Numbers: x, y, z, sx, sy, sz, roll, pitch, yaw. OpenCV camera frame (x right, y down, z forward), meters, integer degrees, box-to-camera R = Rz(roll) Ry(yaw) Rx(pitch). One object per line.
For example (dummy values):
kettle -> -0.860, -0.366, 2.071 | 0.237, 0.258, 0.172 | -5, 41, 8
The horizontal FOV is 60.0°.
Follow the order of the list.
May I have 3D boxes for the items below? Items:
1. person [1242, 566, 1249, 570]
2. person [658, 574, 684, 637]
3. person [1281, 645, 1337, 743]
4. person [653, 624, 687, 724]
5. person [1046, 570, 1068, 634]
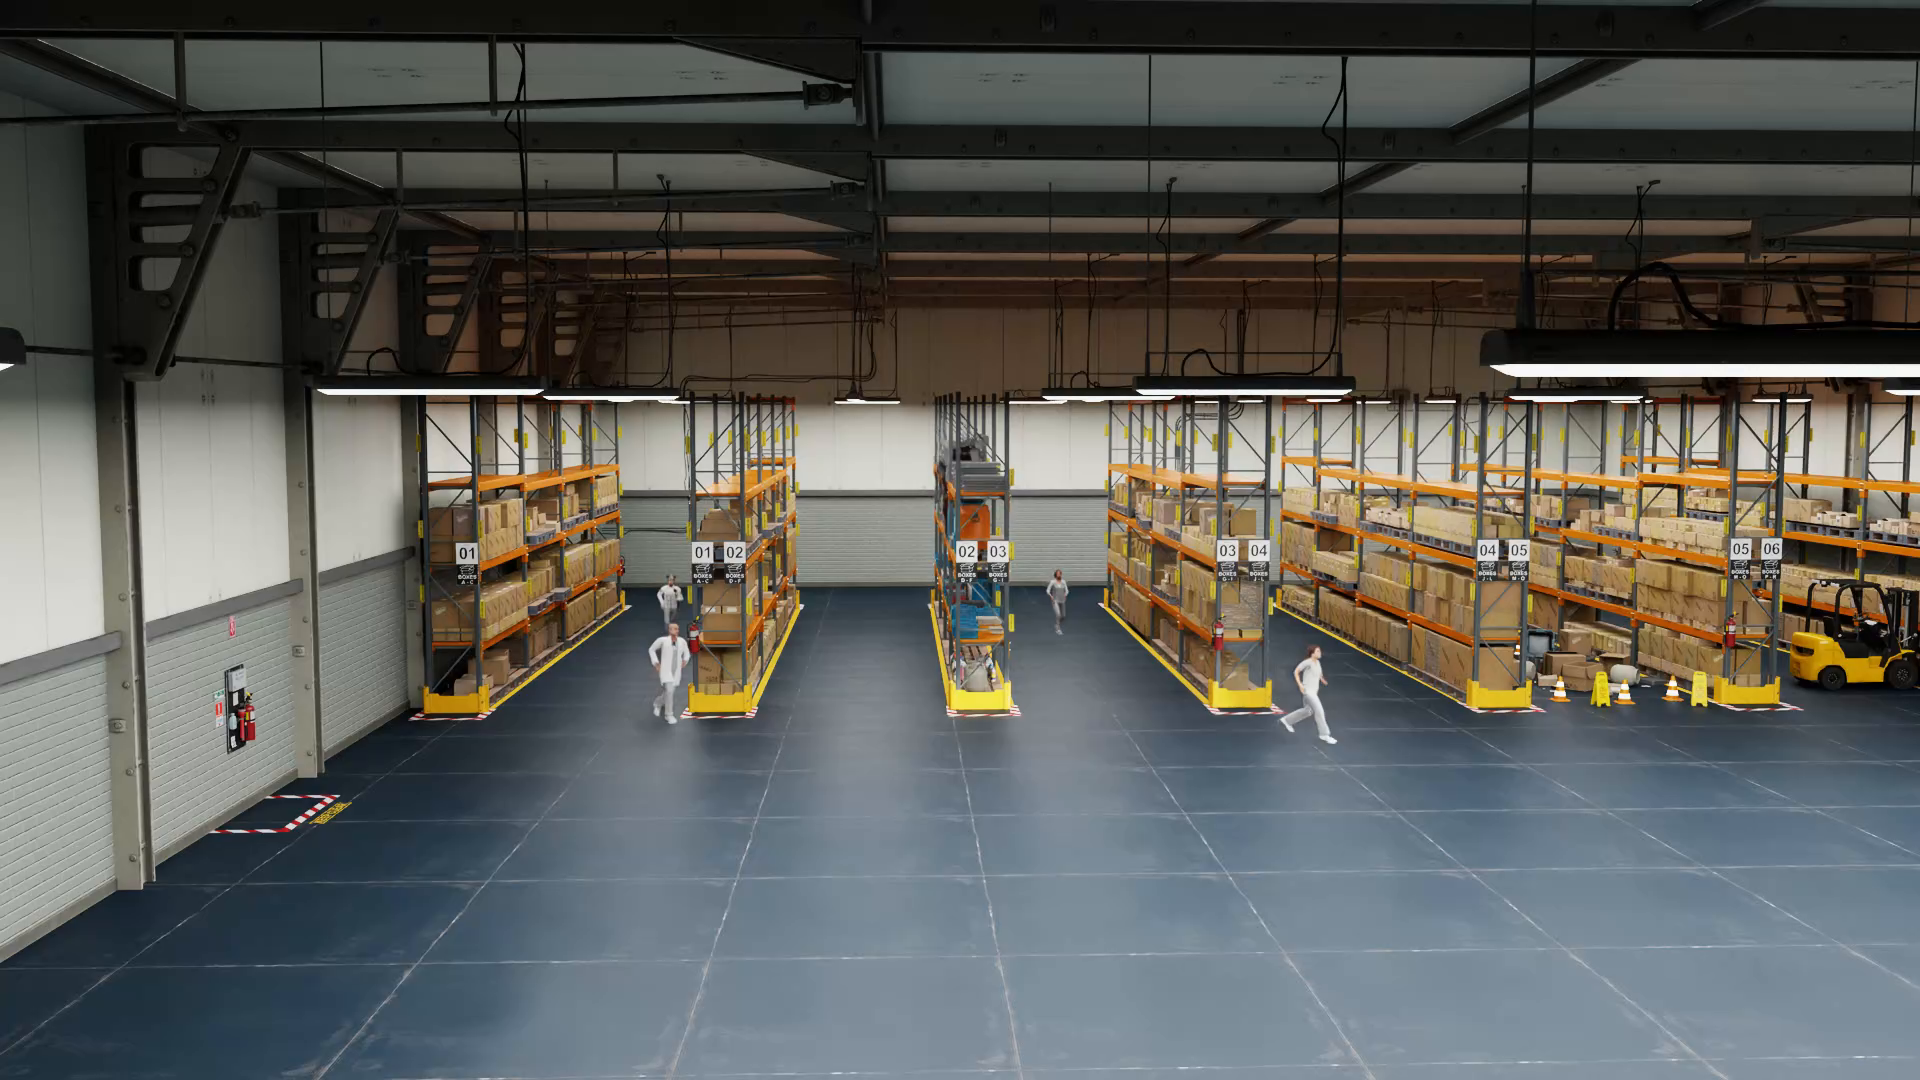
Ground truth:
person -> 7.982, 1.064, 47.638 | 0.747, 1.720, 0.596 | 2, 5, 23
person -> -6.936, 1.694, 39.906 | 0.597, 1.742, 0.759 | -1, 5, -14
person -> 5.980, 2.612, 28.493 | 0.992, 1.664, 0.587 | 3, 6, 36
person -> -5.295, 2.382, 30.439 | 0.696, 1.711, 0.894 | -4, 6, -39
person -> 2.340, 1.480, 39.848 | 0.539, 1.532, 0.571 | -1, 5, -12
